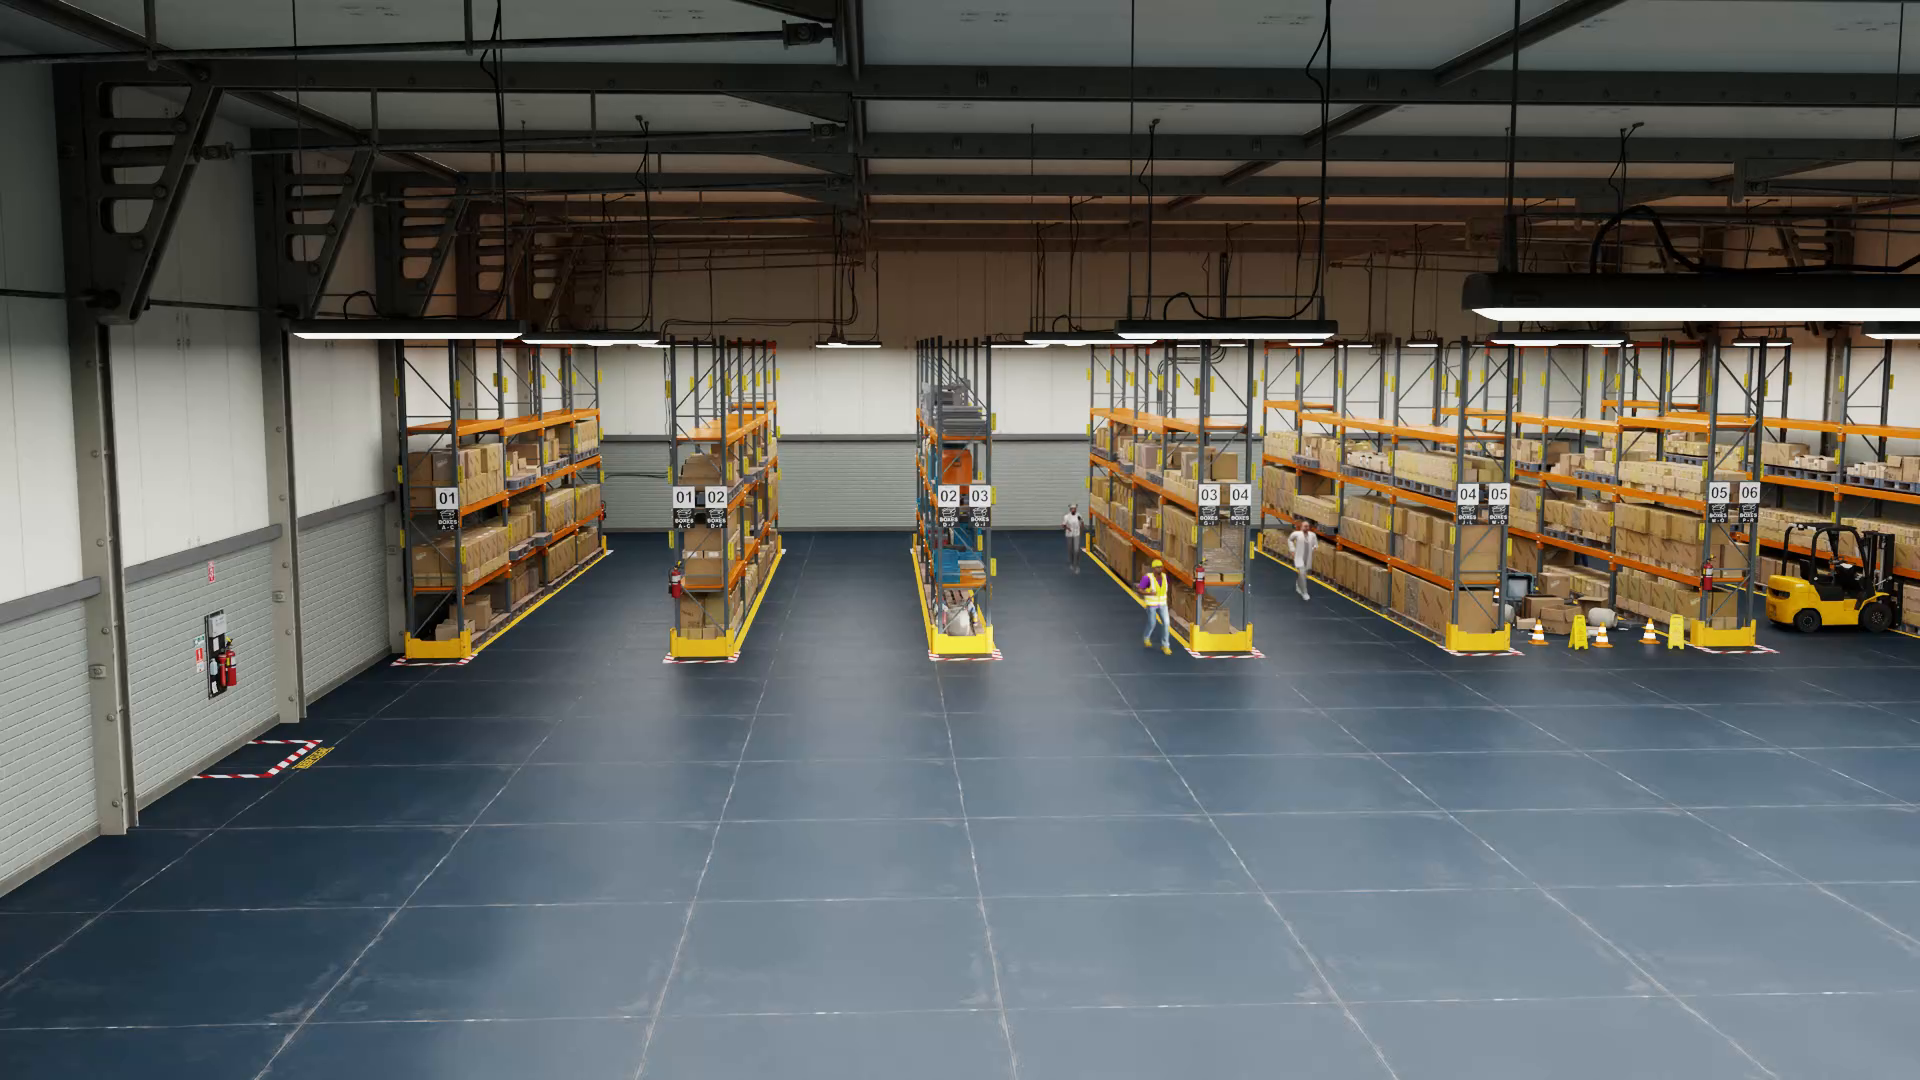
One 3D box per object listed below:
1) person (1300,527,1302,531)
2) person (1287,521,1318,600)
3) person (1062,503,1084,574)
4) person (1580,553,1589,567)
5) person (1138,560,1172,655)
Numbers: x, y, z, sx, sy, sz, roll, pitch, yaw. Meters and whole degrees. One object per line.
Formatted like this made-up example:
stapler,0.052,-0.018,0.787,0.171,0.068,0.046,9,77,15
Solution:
person,9.935,-0.665,48.923,0.841,1.734,0.773,5,8,38
person,7.980,0.456,38.695,0.662,1.778,1.049,-1,7,-10
person,2.802,-0.047,41.156,0.566,1.770,0.678,0,6,1
person,15.960,0.004,42.910,0.624,1.645,0.830,-1,7,-7
person,3.716,1.252,31.709,0.707,1.783,0.934,-2,7,-17
